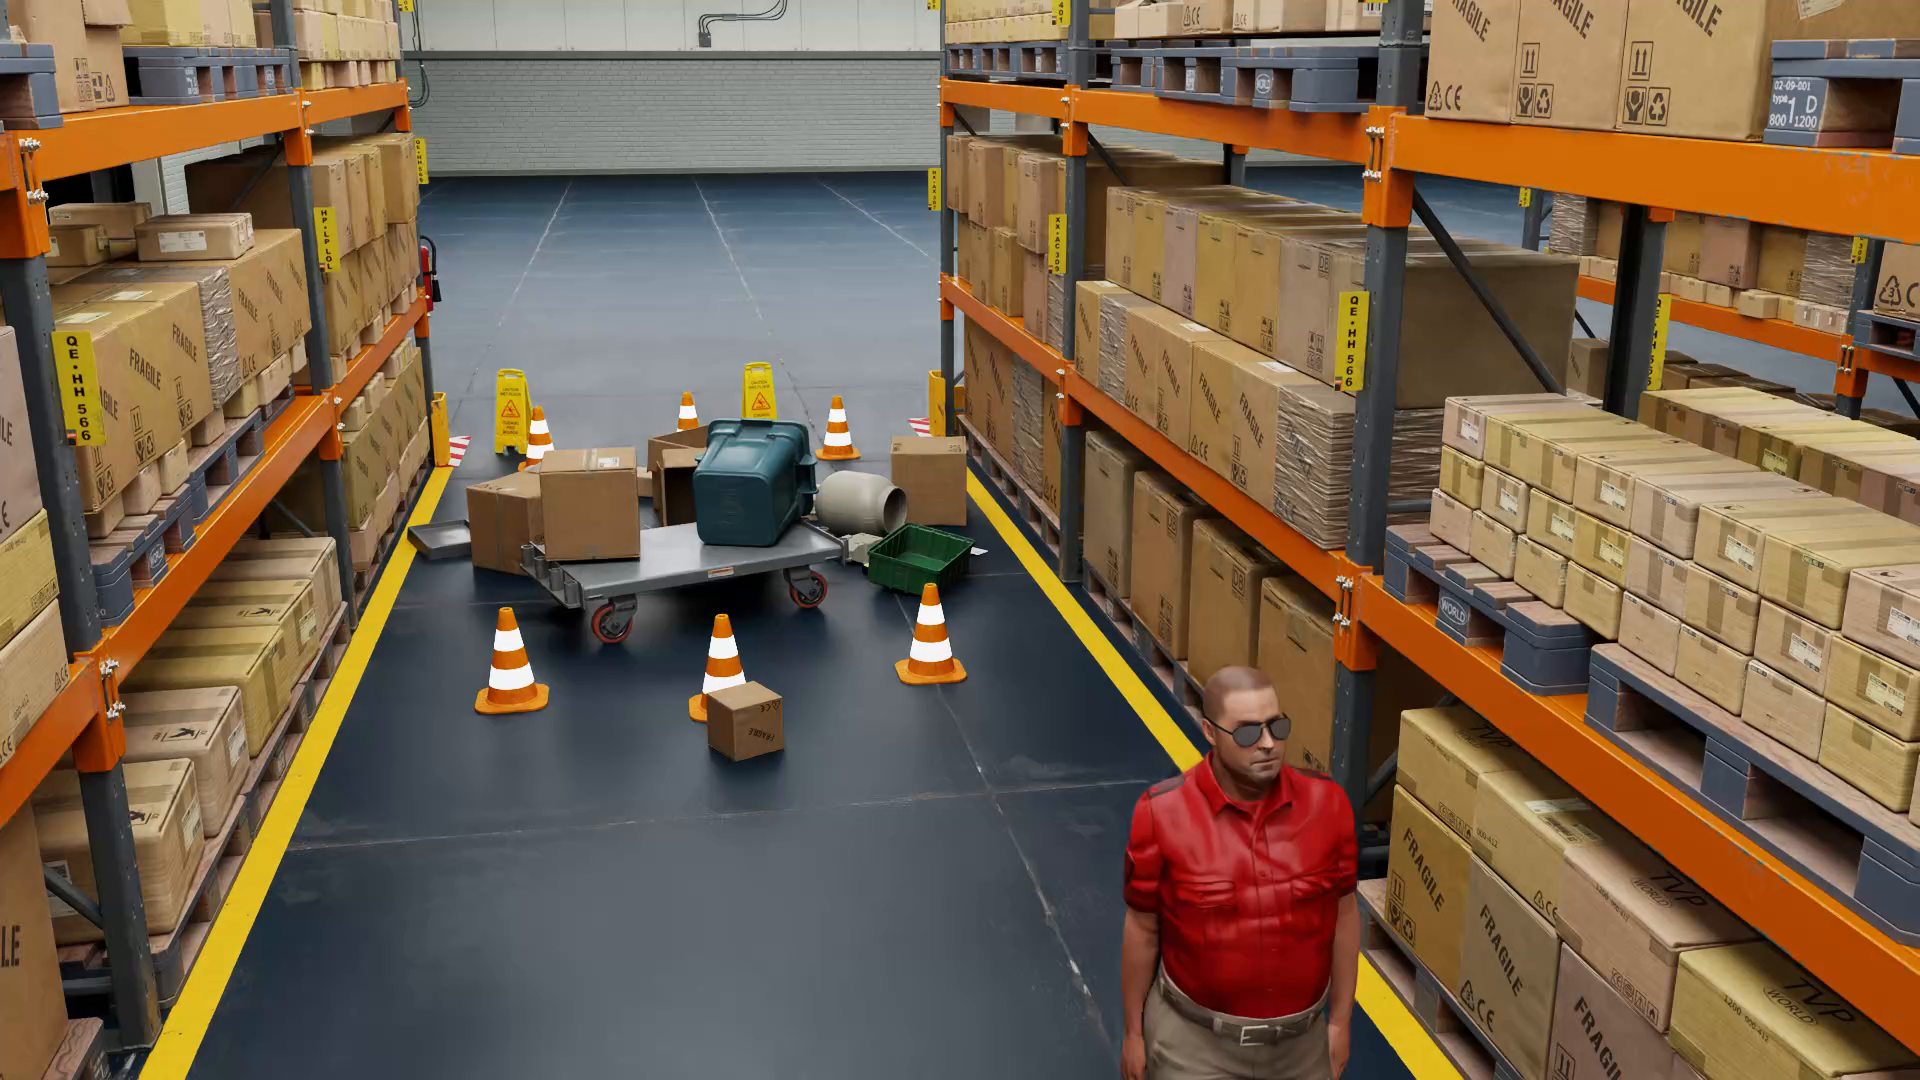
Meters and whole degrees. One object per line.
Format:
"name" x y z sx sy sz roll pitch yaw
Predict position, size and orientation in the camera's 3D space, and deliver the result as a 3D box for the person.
"person" 0.635 1.096 3.765 0.541 1.700 0.738 -2 16 -8
